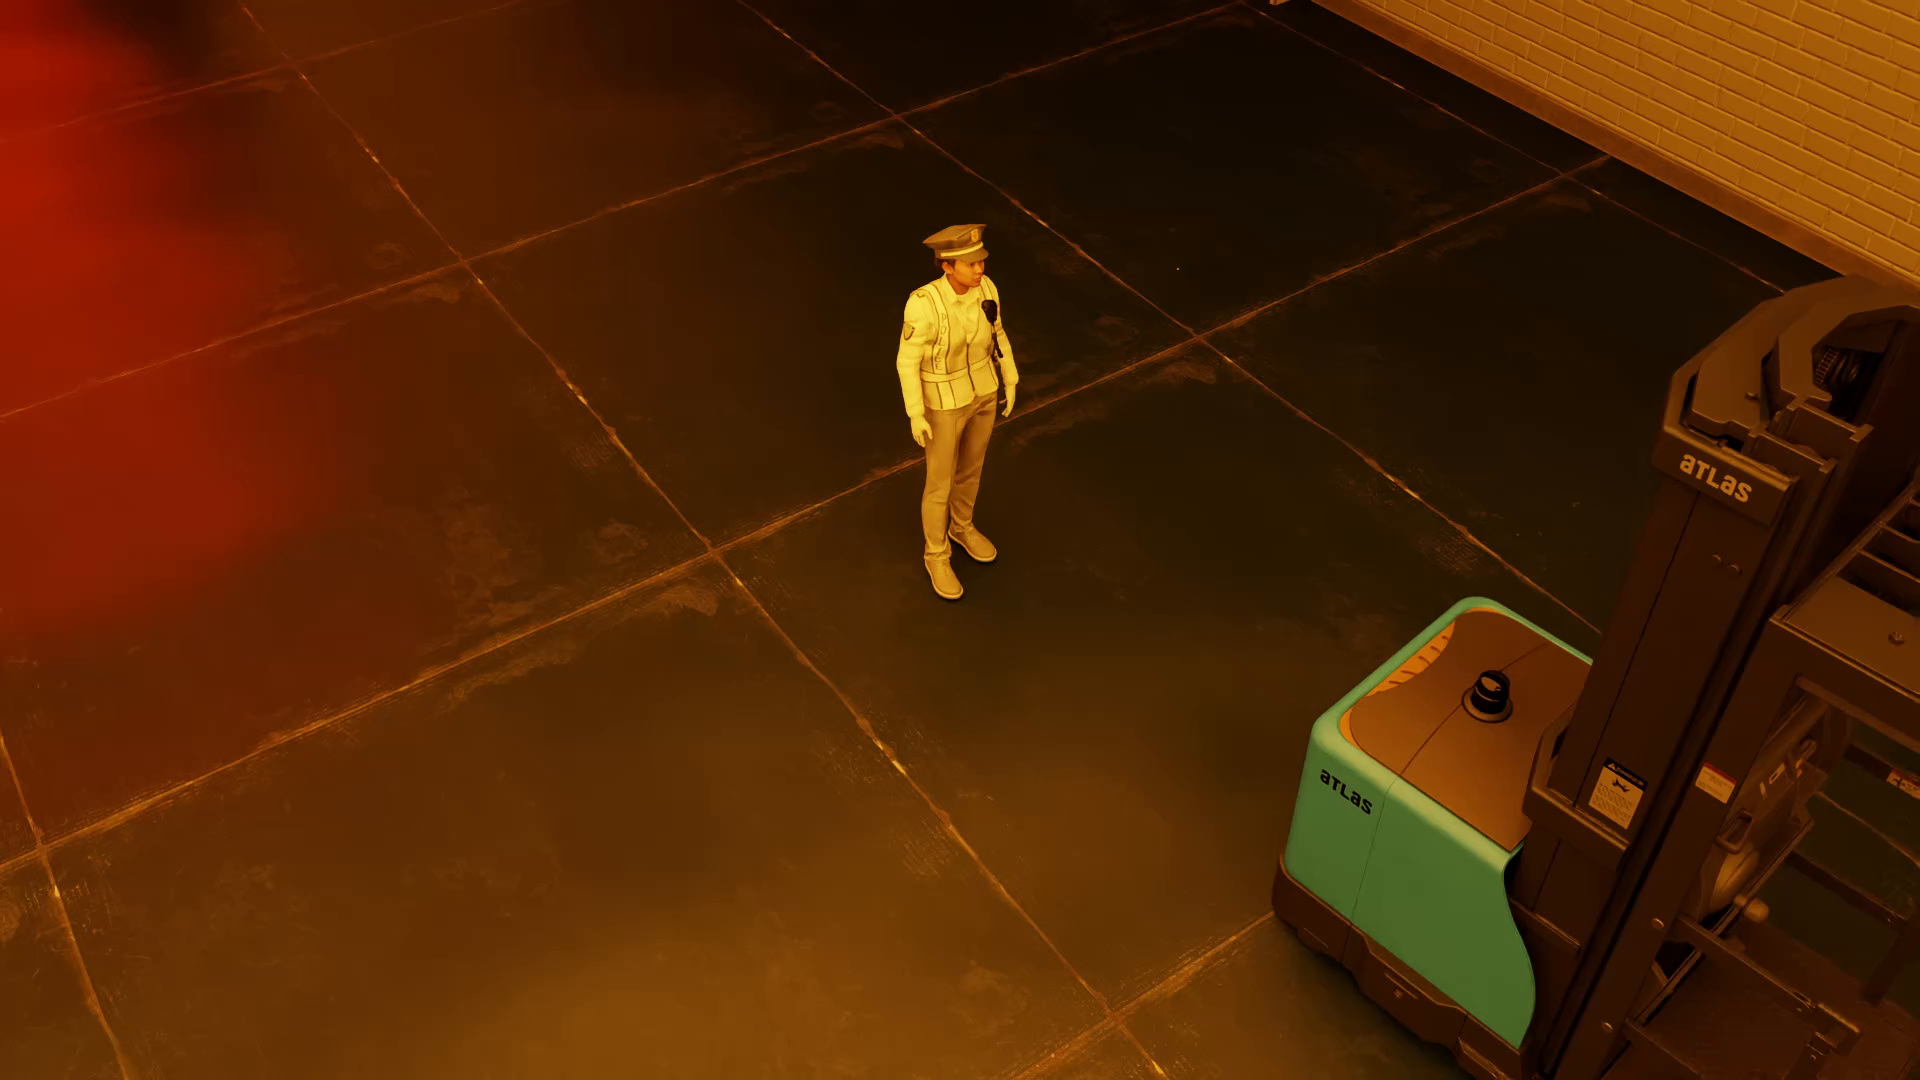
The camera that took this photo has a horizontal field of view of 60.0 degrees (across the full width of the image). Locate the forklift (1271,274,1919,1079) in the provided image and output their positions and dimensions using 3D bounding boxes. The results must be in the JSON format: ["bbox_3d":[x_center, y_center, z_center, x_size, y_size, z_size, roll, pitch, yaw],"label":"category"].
[{"bbox_3d":[2.551,0.845,4.798,1.130,2.935,3.031,-32,52,-30],"label":"forklift"}]

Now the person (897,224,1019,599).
[{"bbox_3d":[0.034,-0.587,7.254,0.586,1.694,0.530,-25,48,-25],"label":"person"}]
